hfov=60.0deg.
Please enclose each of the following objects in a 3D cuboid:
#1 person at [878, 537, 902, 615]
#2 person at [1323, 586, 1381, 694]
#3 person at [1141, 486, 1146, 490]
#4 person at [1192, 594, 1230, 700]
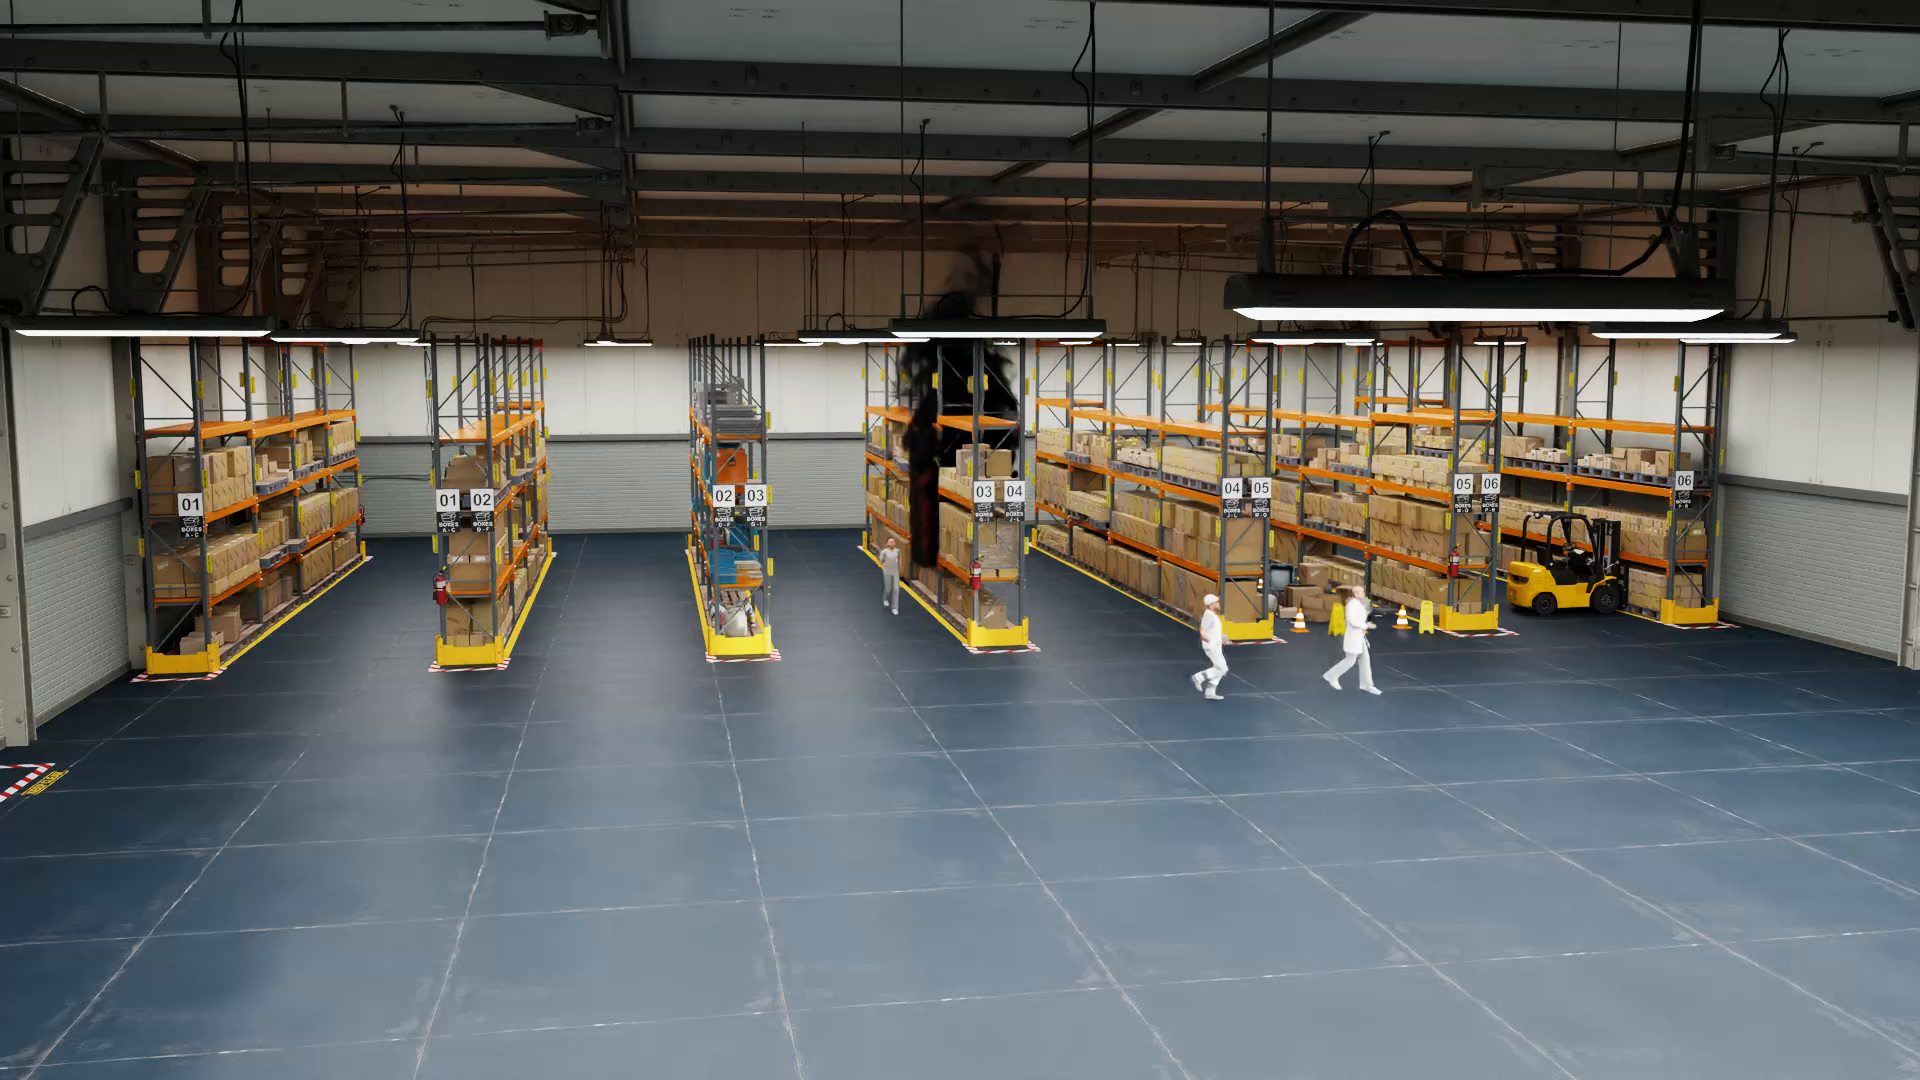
[{"bbox_3d":[-1.497,0.748,36.180,0.568,1.663,0.935,-2,7,-16],"label":"person"},{"bbox_3d":[6.578,1.656,27.794,0.947,1.807,0.732,3,7,25],"label":"person"},{"bbox_3d":[5.904,-0.869,50.661,0.819,1.595,0.723,0,7,-3],"label":"person"},{"bbox_3d":[4.109,1.750,27.216,0.601,1.738,0.658,2,7,13],"label":"person"}]
